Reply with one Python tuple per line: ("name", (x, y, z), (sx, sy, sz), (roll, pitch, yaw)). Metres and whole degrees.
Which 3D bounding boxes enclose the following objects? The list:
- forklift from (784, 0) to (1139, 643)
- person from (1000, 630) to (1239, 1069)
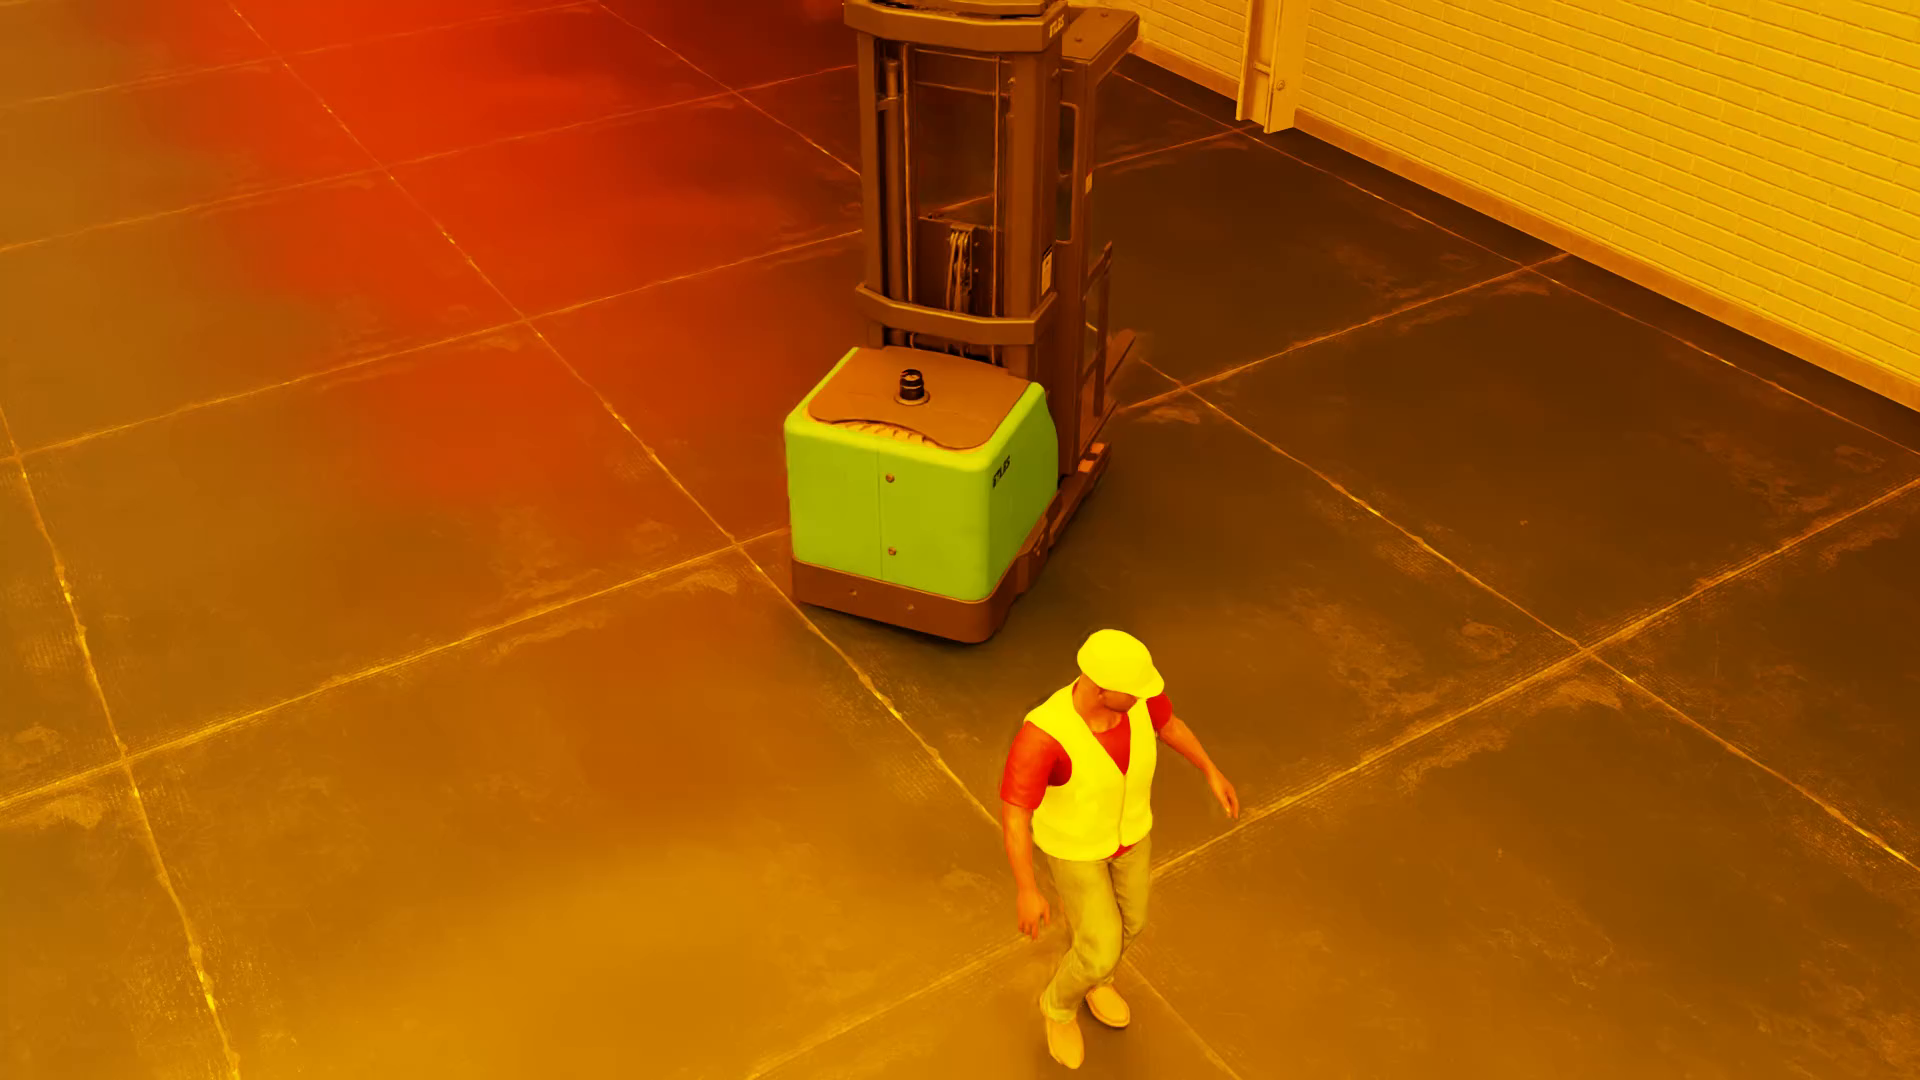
("forklift", (0.192, -1.553, 8.358), (1.130, 2.935, 3.031), (13, 37, 18))
("person", (0.518, 1.042, 5.729), (0.918, 1.774, 0.501), (-22, 41, -28))
